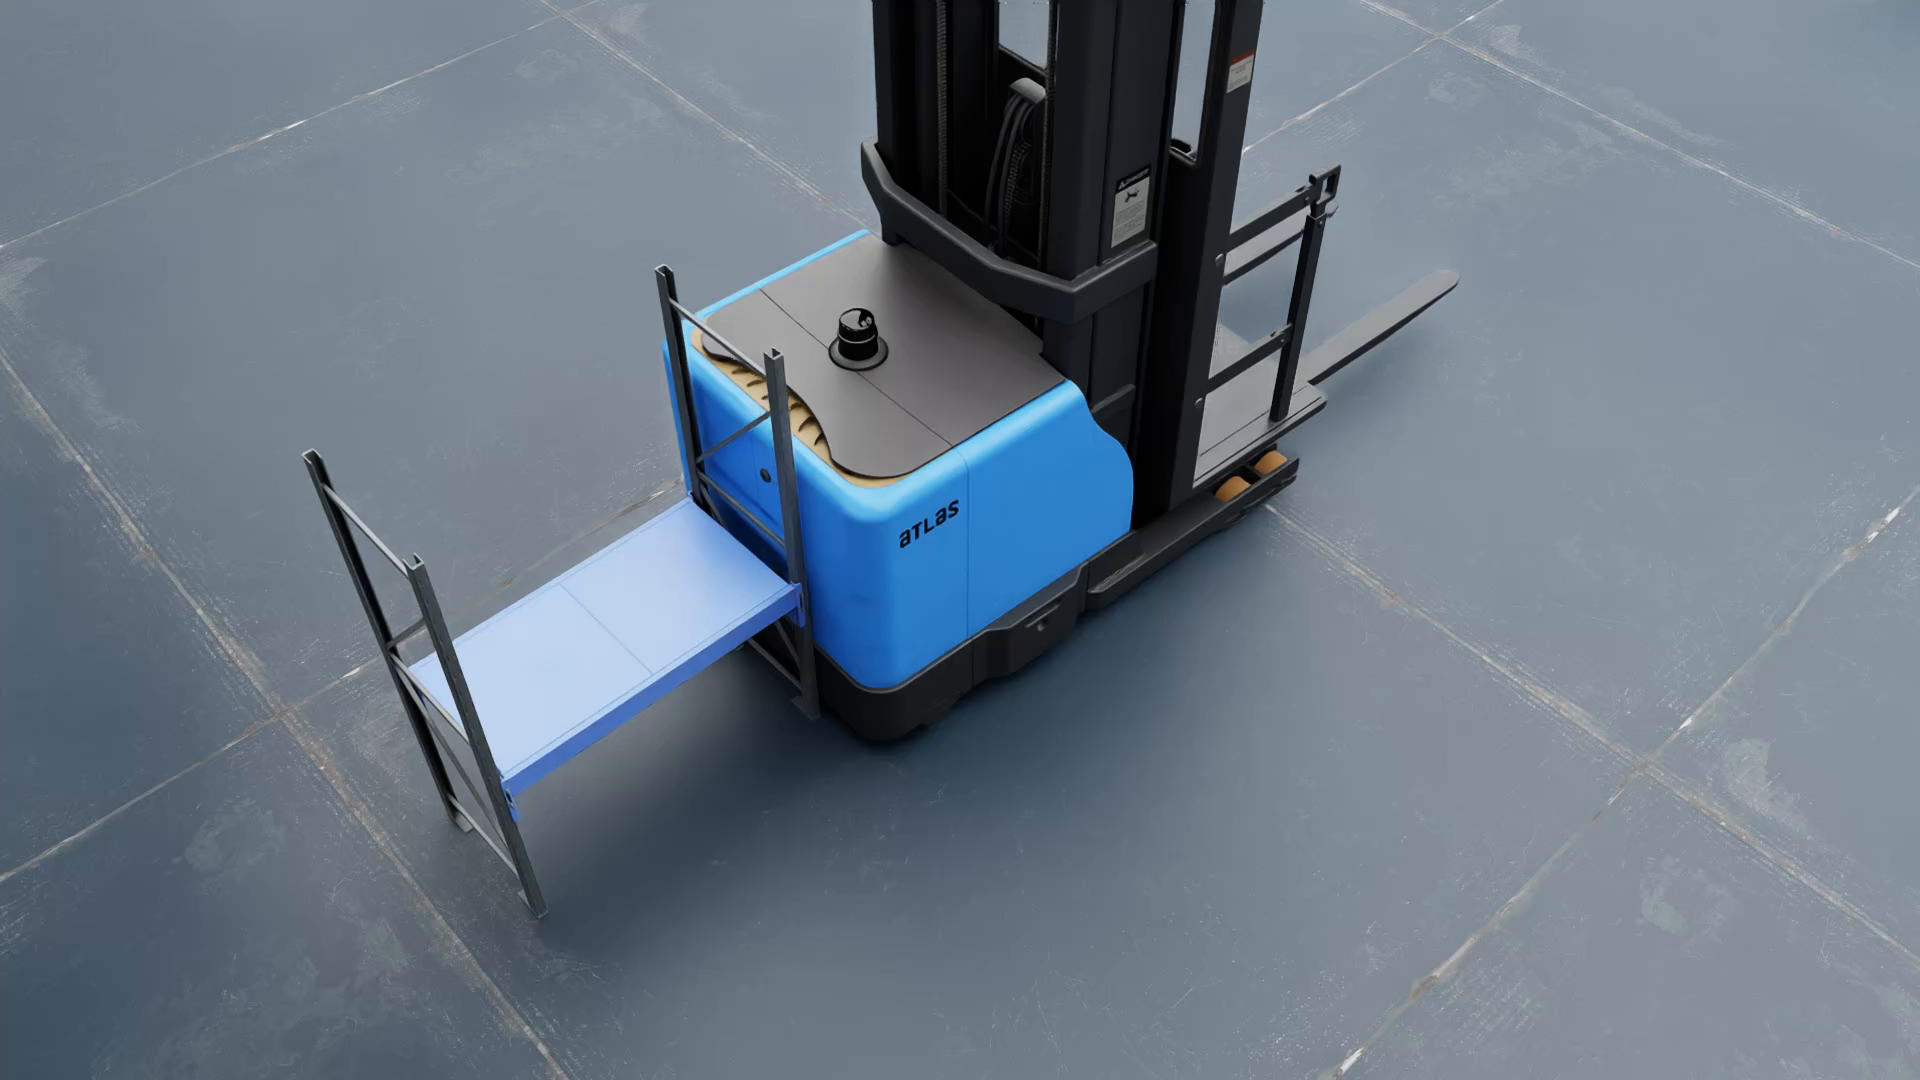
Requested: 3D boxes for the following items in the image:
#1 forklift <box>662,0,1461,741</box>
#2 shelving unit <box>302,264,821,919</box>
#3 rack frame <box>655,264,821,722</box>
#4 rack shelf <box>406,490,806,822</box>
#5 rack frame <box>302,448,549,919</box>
[{"bbox_3d":[0.558,-1.315,4.969,3.031,2.935,1.130,-32,55,-26],"label":"forklift"},{"bbox_3d":[-0.991,0.177,4.566,1.048,1.500,0.538,-35,56,-28],"label":"shelving unit"},{"bbox_3d":[-0.621,-0.079,4.802,0.032,1.500,0.500,-35,56,-28],"label":"rack frame"},{"bbox_3d":[-0.991,0.299,4.698,1.000,0.185,0.538,-35,56,-28],"label":"rack shelf"},{"bbox_3d":[-1.362,0.433,4.330,0.032,1.500,0.500,-35,56,-28],"label":"rack frame"}]
